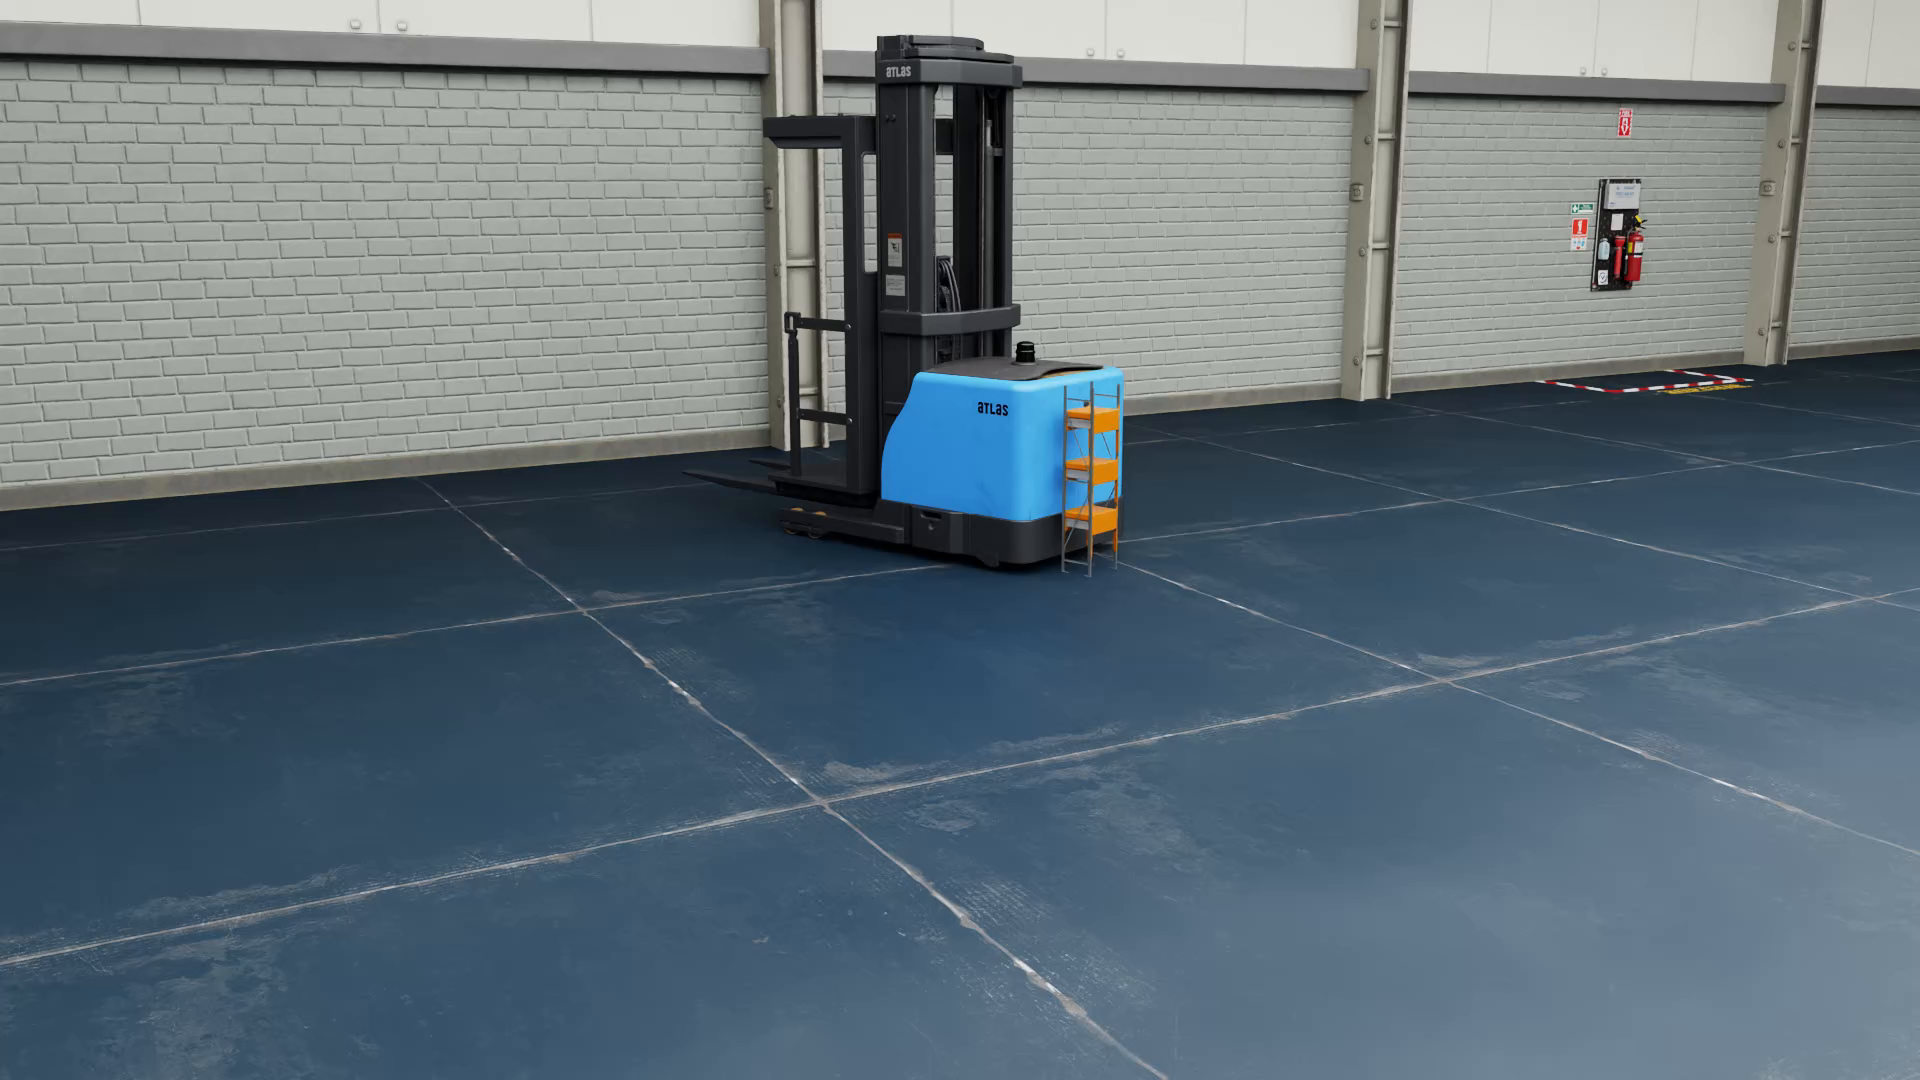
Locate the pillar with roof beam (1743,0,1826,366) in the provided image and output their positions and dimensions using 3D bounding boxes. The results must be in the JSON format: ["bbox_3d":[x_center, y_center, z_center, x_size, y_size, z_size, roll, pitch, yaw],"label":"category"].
[{"bbox_3d":[11.295,-5.584,14.425,0.400,9.000,9.100,-7,14,-28],"label":"pillar with roof beam"}]

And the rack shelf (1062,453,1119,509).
[{"bbox_3d":[0.724,-0.329,9.228,0.215,0.259,0.240,11,16,39],"label":"rack shelf"}]

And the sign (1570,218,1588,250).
[{"bbox_3d":[6.510,-3.213,17.474,0.234,0.329,0.001,-7,14,-28],"label":"sign"}]

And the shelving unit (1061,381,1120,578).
[{"bbox_3d":[0.724,-0.339,9.226,0.215,1.050,0.252,11,16,39],"label":"shelving unit"}]

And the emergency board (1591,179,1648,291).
[{"bbox_3d":[7.044,-3.234,17.648,0.643,1.169,0.194,-7,14,-28],"label":"emergency board"}]

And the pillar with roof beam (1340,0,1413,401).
[{"bbox_3d":[6.028,-4.953,11.620,0.400,9.000,9.100,-7,14,-28],"label":"pillar with roof beam"}]

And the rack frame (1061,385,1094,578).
[{"bbox_3d":[0.646,-0.319,9.135,0.200,1.050,0.008,11,16,39],"label":"rack frame"}]

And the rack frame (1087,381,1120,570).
[{"bbox_3d":[0.803,-0.360,9.317,0.200,1.050,0.008,11,16,39],"label":"rack frame"}]

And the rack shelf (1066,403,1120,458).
[{"bbox_3d":[0.724,-0.606,9.166,0.215,0.259,0.240,11,16,39],"label":"rack shelf"}]

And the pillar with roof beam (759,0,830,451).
[{"bbox_3d":[0.762,-4.321,8.816,0.400,9.000,9.100,-7,14,-28],"label":"pillar with roof beam"}]

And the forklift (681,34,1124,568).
[{"bbox_3d":[-0.487,-1.518,10.177,3.031,2.935,1.130,10,16,38],"label":"forklift"}]

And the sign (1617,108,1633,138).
[{"bbox_3d":[6.990,-4.383,17.475,0.199,0.298,0.001,-7,14,-28],"label":"sign"}]

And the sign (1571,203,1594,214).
[{"bbox_3d":[6.518,-3.471,17.410,0.331,0.109,0.001,-7,14,-28],"label":"sign"}]

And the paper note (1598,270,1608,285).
[{"bbox_3d":[6.856,-2.799,17.721,0.142,0.148,0.016,-7,14,-28],"label":"paper note"}]

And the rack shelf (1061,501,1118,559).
[{"bbox_3d":[0.724,-0.058,9.289,0.215,0.259,0.240,11,16,39],"label":"rack shelf"}]
